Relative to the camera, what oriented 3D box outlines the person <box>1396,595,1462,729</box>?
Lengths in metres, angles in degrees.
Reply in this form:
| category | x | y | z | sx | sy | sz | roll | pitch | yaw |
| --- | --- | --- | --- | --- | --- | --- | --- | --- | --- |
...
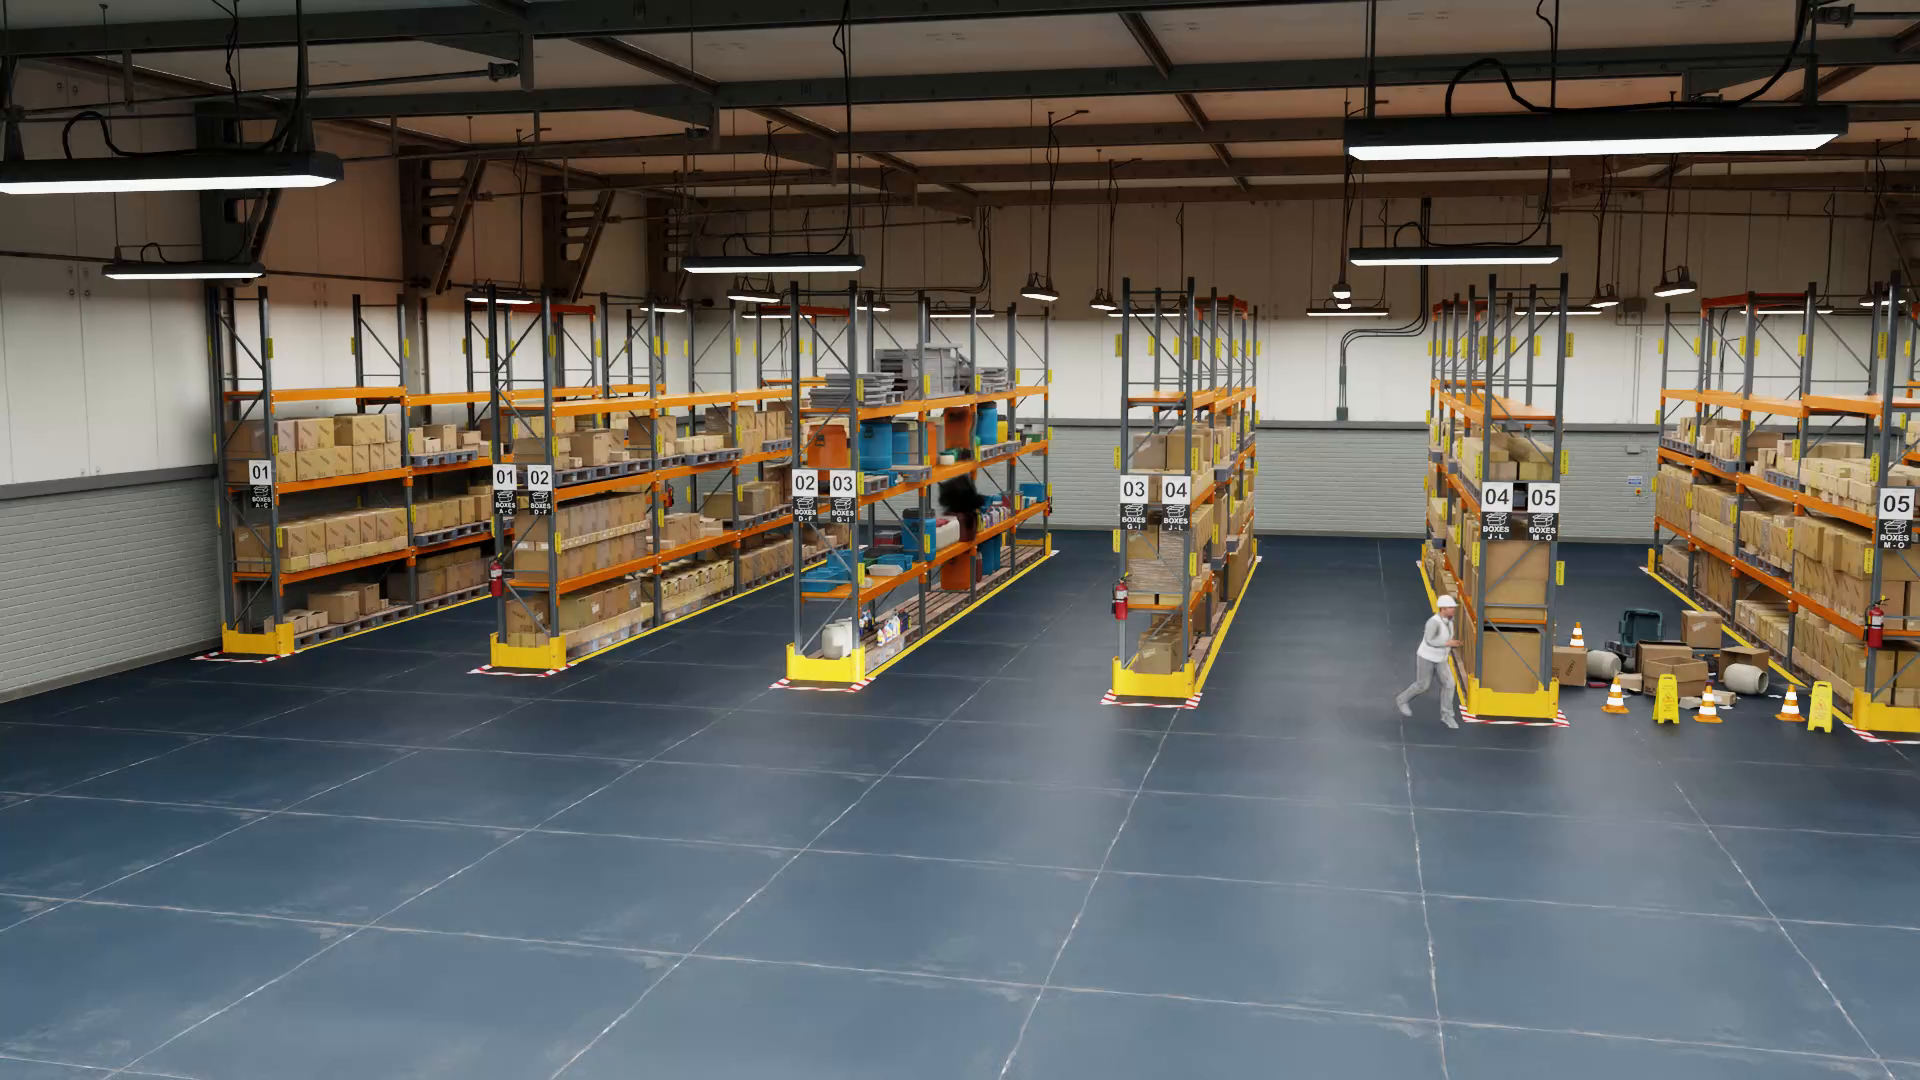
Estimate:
| category | x | y | z | sx | sy | sz | roll | pitch | yaw |
| --- | --- | --- | --- | --- | --- | --- | --- | --- | --- |
| person | 6.291 | 1.608 | 22.240 | 0.689 | 1.803 | 0.962 | -6 | 9 | -44 |
